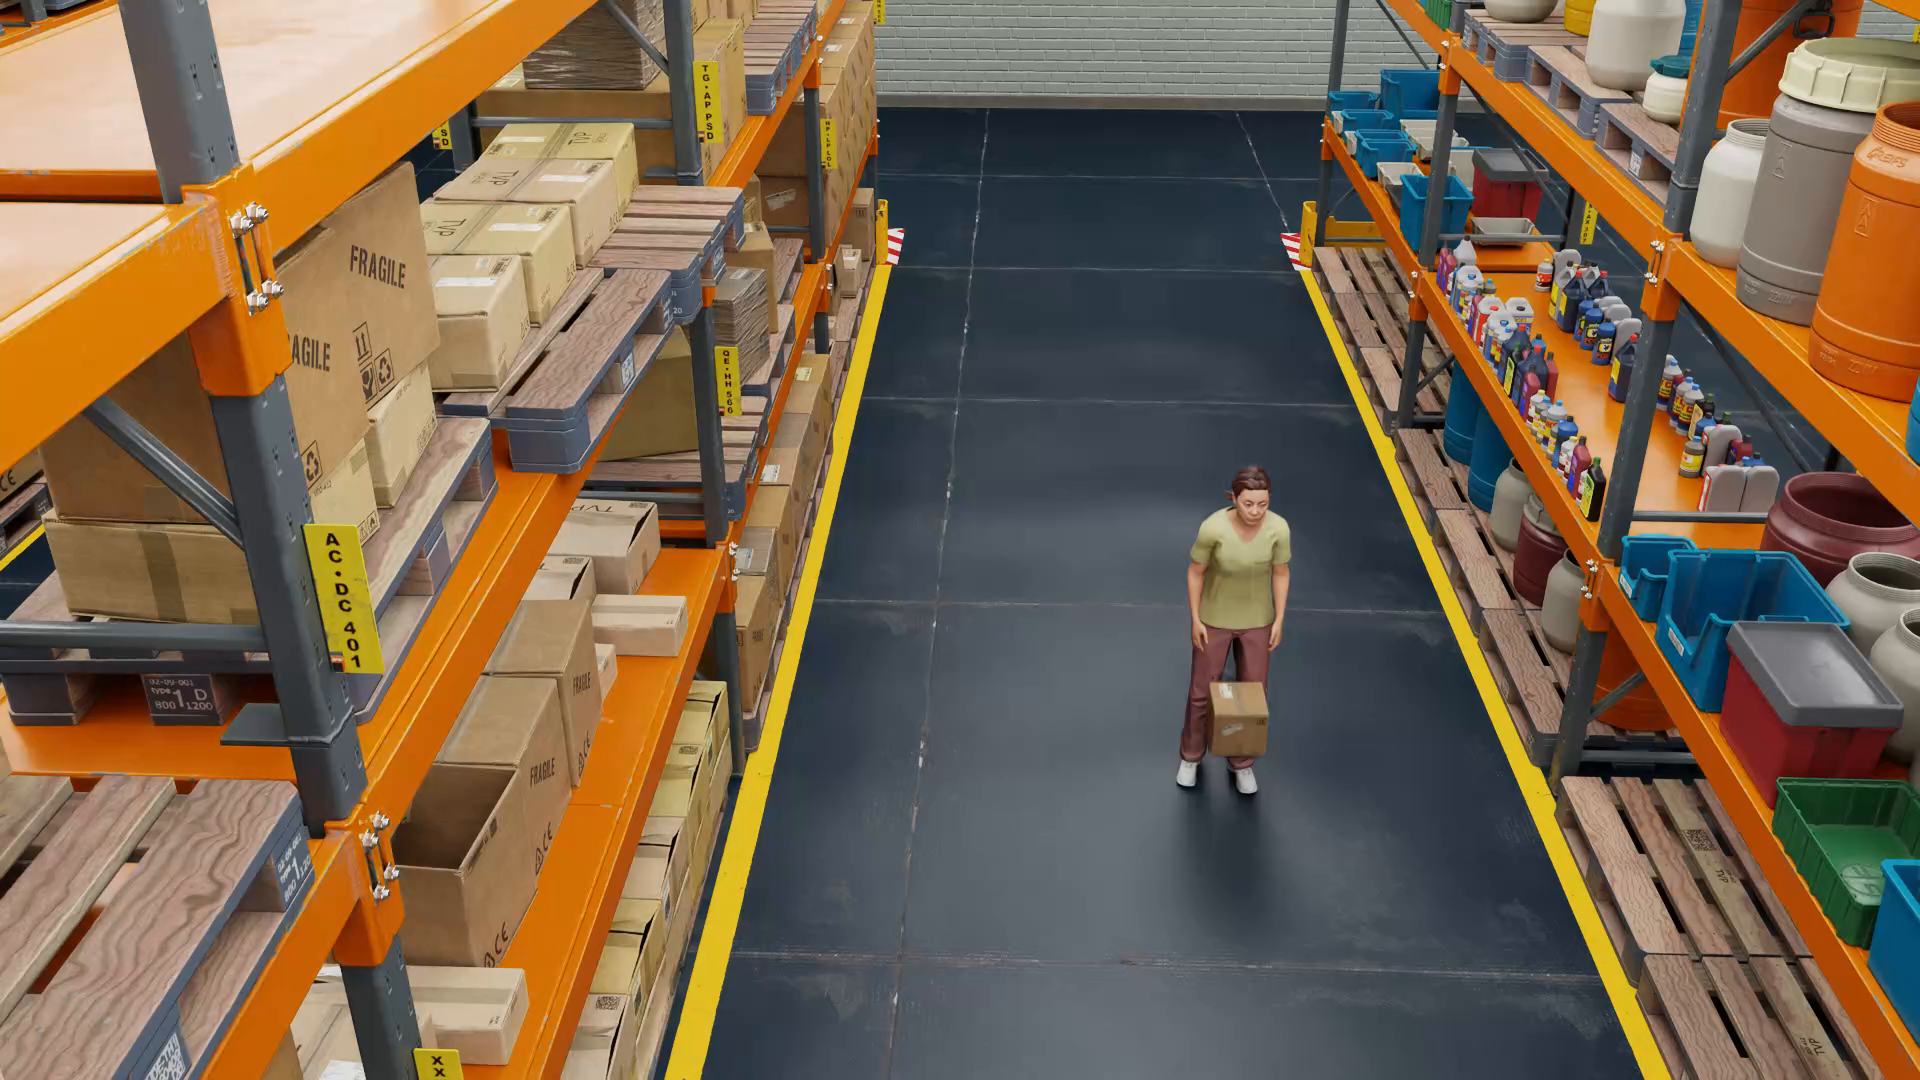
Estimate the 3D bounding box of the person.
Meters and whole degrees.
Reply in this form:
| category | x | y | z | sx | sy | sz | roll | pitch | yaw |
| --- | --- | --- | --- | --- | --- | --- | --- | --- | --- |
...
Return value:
| category | x | y | z | sx | sy | sz | roll | pitch | yaw |
| --- | --- | --- | --- | --- | --- | --- | --- | --- | --- |
| person | 1.307 | 0.415 | 7.844 | 0.489 | 1.674 | 0.414 | 0 | 28 | 0 |
